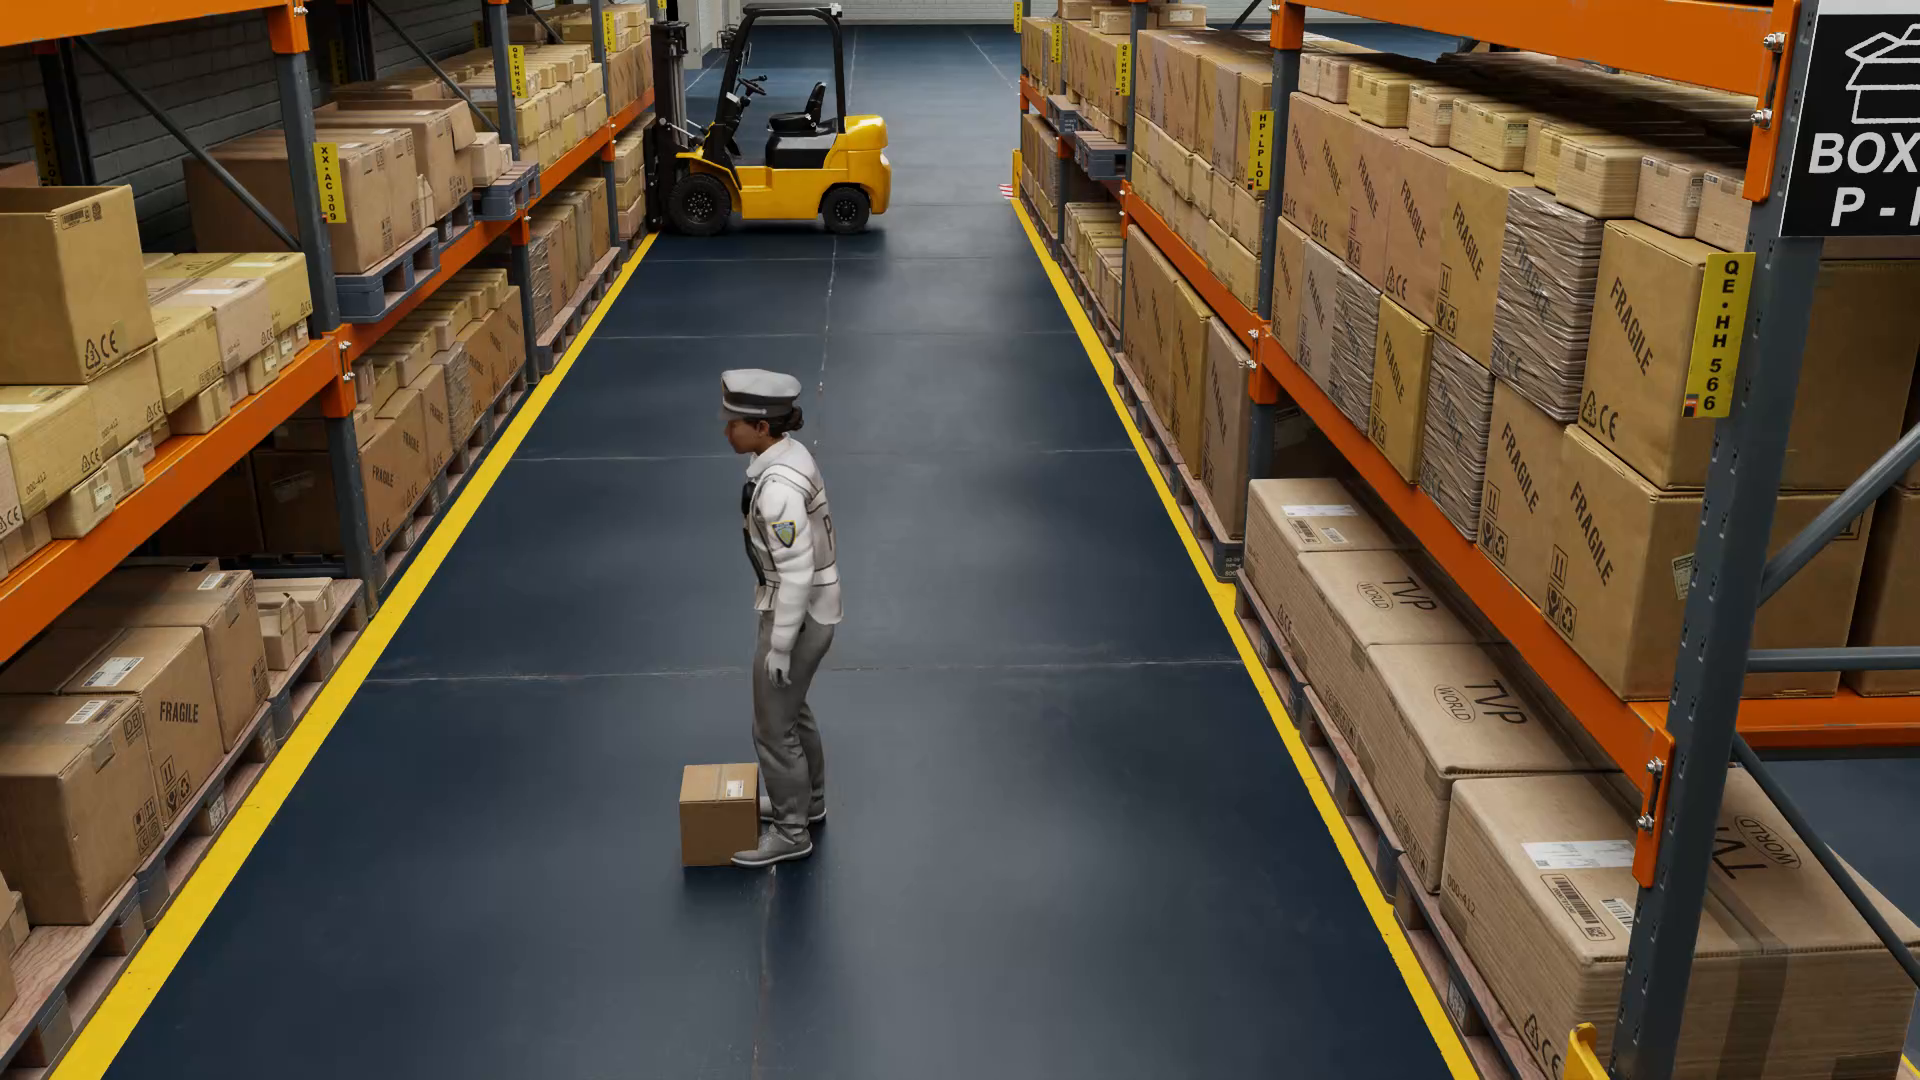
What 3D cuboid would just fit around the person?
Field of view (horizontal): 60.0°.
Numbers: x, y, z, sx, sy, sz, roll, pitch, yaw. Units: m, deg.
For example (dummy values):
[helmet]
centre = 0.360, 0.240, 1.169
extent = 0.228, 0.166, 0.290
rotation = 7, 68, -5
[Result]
[person]
centre = -0.585, 0.260, 5.375
extent = 0.412, 1.666, 0.547
rotation = -2, 21, -6
